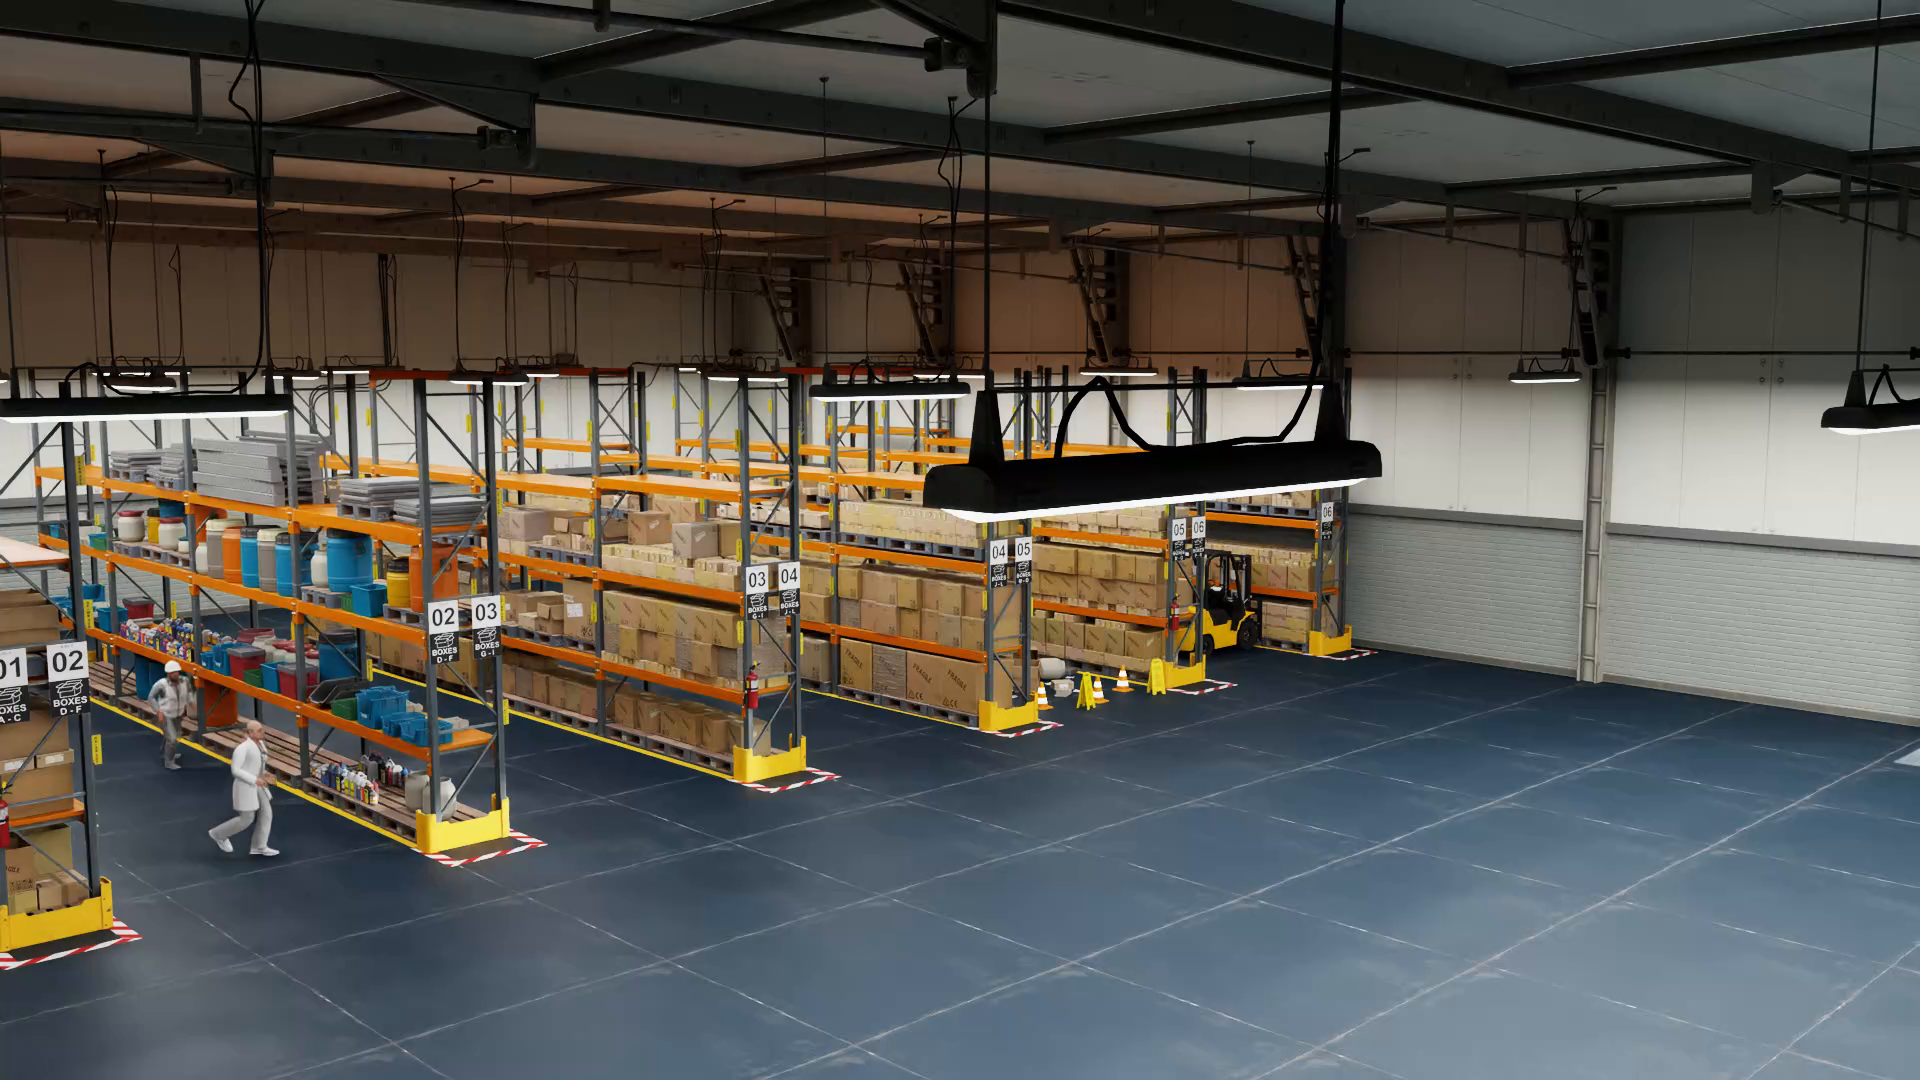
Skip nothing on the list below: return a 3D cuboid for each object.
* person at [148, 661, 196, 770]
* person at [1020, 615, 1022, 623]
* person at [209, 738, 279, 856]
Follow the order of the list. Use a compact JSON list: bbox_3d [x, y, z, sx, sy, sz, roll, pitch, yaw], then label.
[{"bbox_3d":[-12.028,2.641,25.368,0.902,1.692,0.697,3,7,24],"label":"person"},{"bbox_3d":[1.081,1.256,37.403,0.926,1.696,0.678,6,9,44],"label":"person"},{"bbox_3d":[-9.020,3.225,20.906,0.871,1.527,0.707,1,7,9],"label":"person"}]
